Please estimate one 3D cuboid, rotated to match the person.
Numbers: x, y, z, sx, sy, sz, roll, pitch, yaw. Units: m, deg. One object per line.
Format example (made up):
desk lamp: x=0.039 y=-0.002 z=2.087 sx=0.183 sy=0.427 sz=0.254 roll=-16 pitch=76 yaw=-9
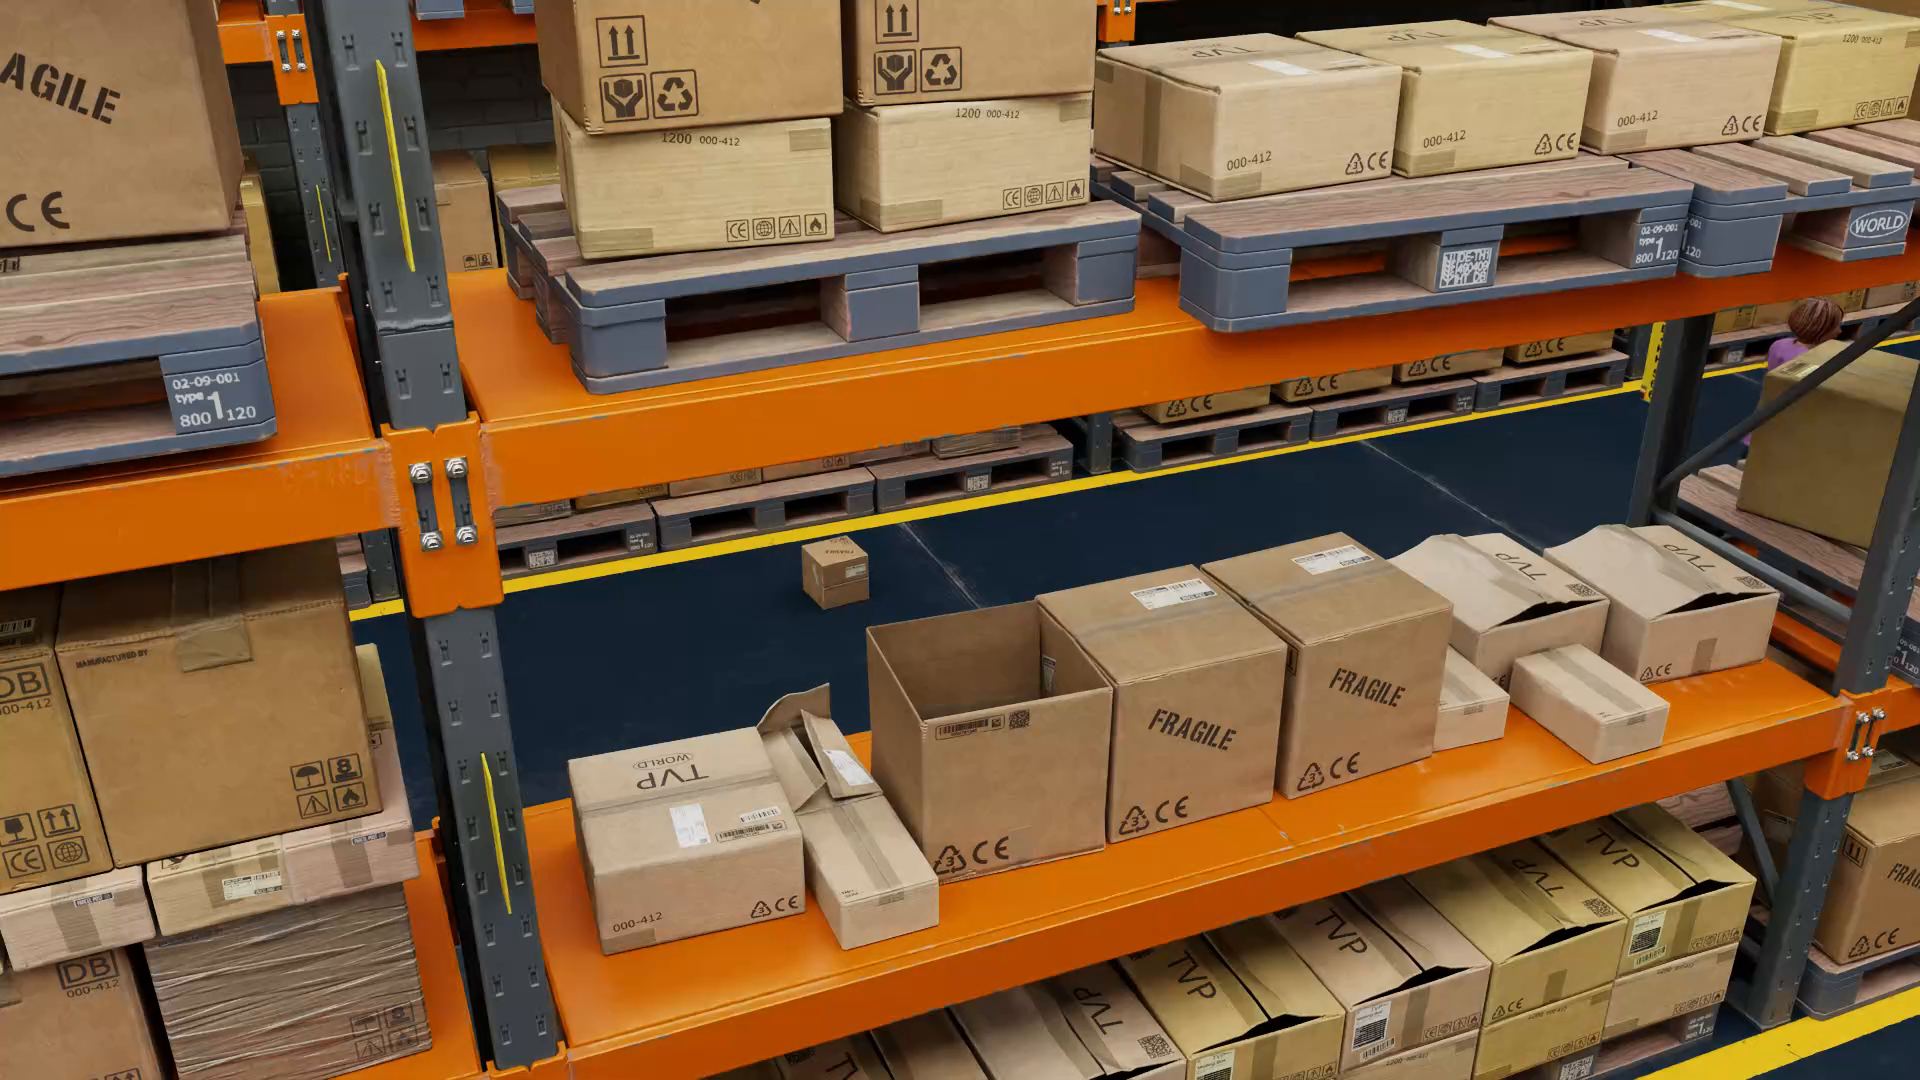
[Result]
person: x=3.994 y=-0.428 z=7.967 sx=0.942 sy=1.535 sz=0.429 roll=-4 pitch=27 yaw=-8
